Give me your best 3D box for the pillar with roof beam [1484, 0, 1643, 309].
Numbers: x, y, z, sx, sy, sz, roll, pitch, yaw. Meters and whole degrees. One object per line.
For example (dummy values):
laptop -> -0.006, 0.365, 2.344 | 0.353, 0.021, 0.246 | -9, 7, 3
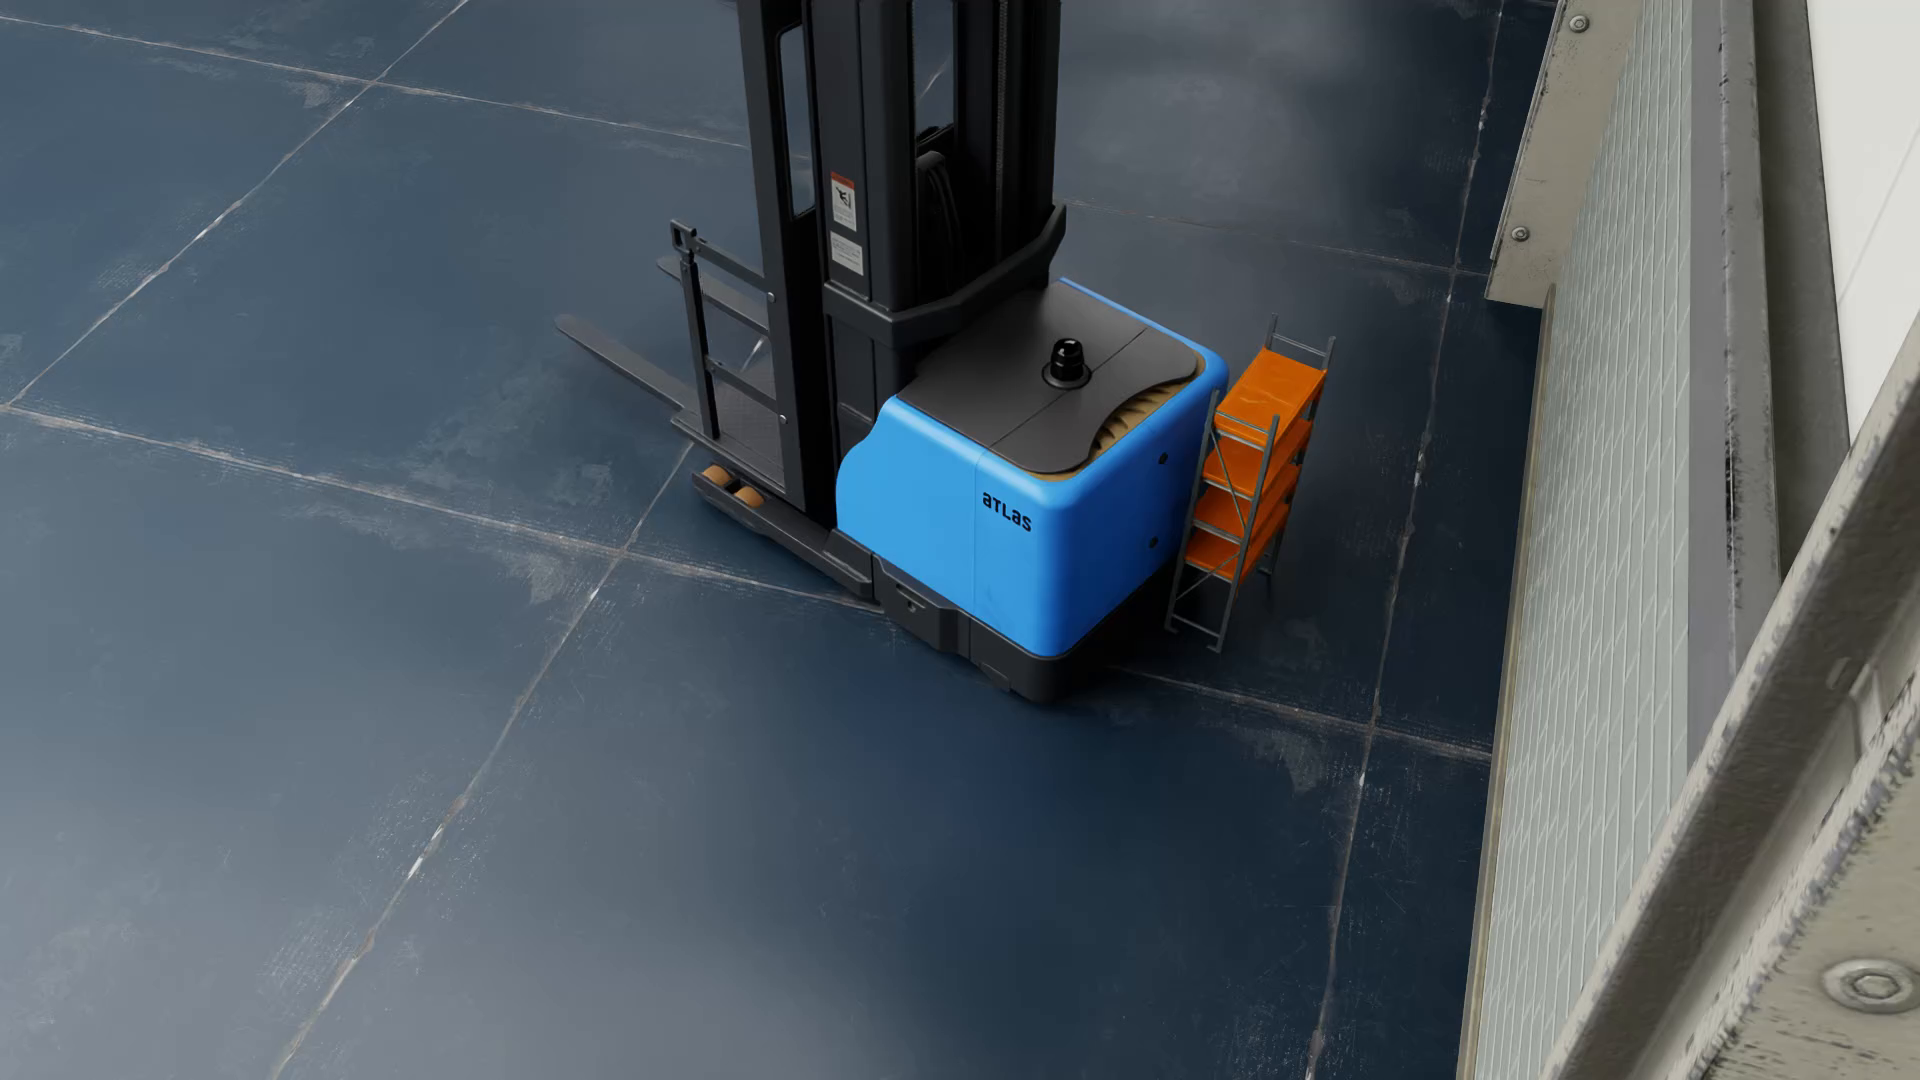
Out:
pillar with roof beam -> -1.397, -5.379, 5.813 | 9.100, 9.000, 0.400 | 13, 46, 13

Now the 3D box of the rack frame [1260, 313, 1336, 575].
rack frame -> 1.168, -0.328, 6.217 | 0.240, 1.200, 0.015 | 25, 50, 19

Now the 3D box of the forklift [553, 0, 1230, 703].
forklift -> -0.468, -1.346, 6.030 | 3.031, 2.935, 1.130 | 32, 53, 28

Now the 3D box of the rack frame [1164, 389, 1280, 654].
rack frame -> 0.916, -0.035, 5.918 | 0.240, 1.200, 0.015 | 25, 50, 19

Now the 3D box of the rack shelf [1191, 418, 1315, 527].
rack shelf -> 1.049, -0.290, 5.955 | 0.258, 0.148, 0.480 | 25, 50, 19

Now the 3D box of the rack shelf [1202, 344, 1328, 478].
rack shelf -> 1.061, -0.454, 5.785 | 0.258, 0.148, 0.480 | 25, 50, 19

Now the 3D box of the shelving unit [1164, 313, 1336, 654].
shelving unit -> 1.042, -0.182, 6.068 | 0.258, 1.200, 0.503 | 25, 50, 19

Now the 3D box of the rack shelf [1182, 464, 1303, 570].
rack shelf -> 1.039, -0.135, 6.116 | 0.258, 0.148, 0.480 | 25, 50, 19

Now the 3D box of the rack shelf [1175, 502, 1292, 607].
rack shelf -> 1.030, 0.003, 6.259 | 0.258, 0.148, 0.480 | 25, 50, 19
